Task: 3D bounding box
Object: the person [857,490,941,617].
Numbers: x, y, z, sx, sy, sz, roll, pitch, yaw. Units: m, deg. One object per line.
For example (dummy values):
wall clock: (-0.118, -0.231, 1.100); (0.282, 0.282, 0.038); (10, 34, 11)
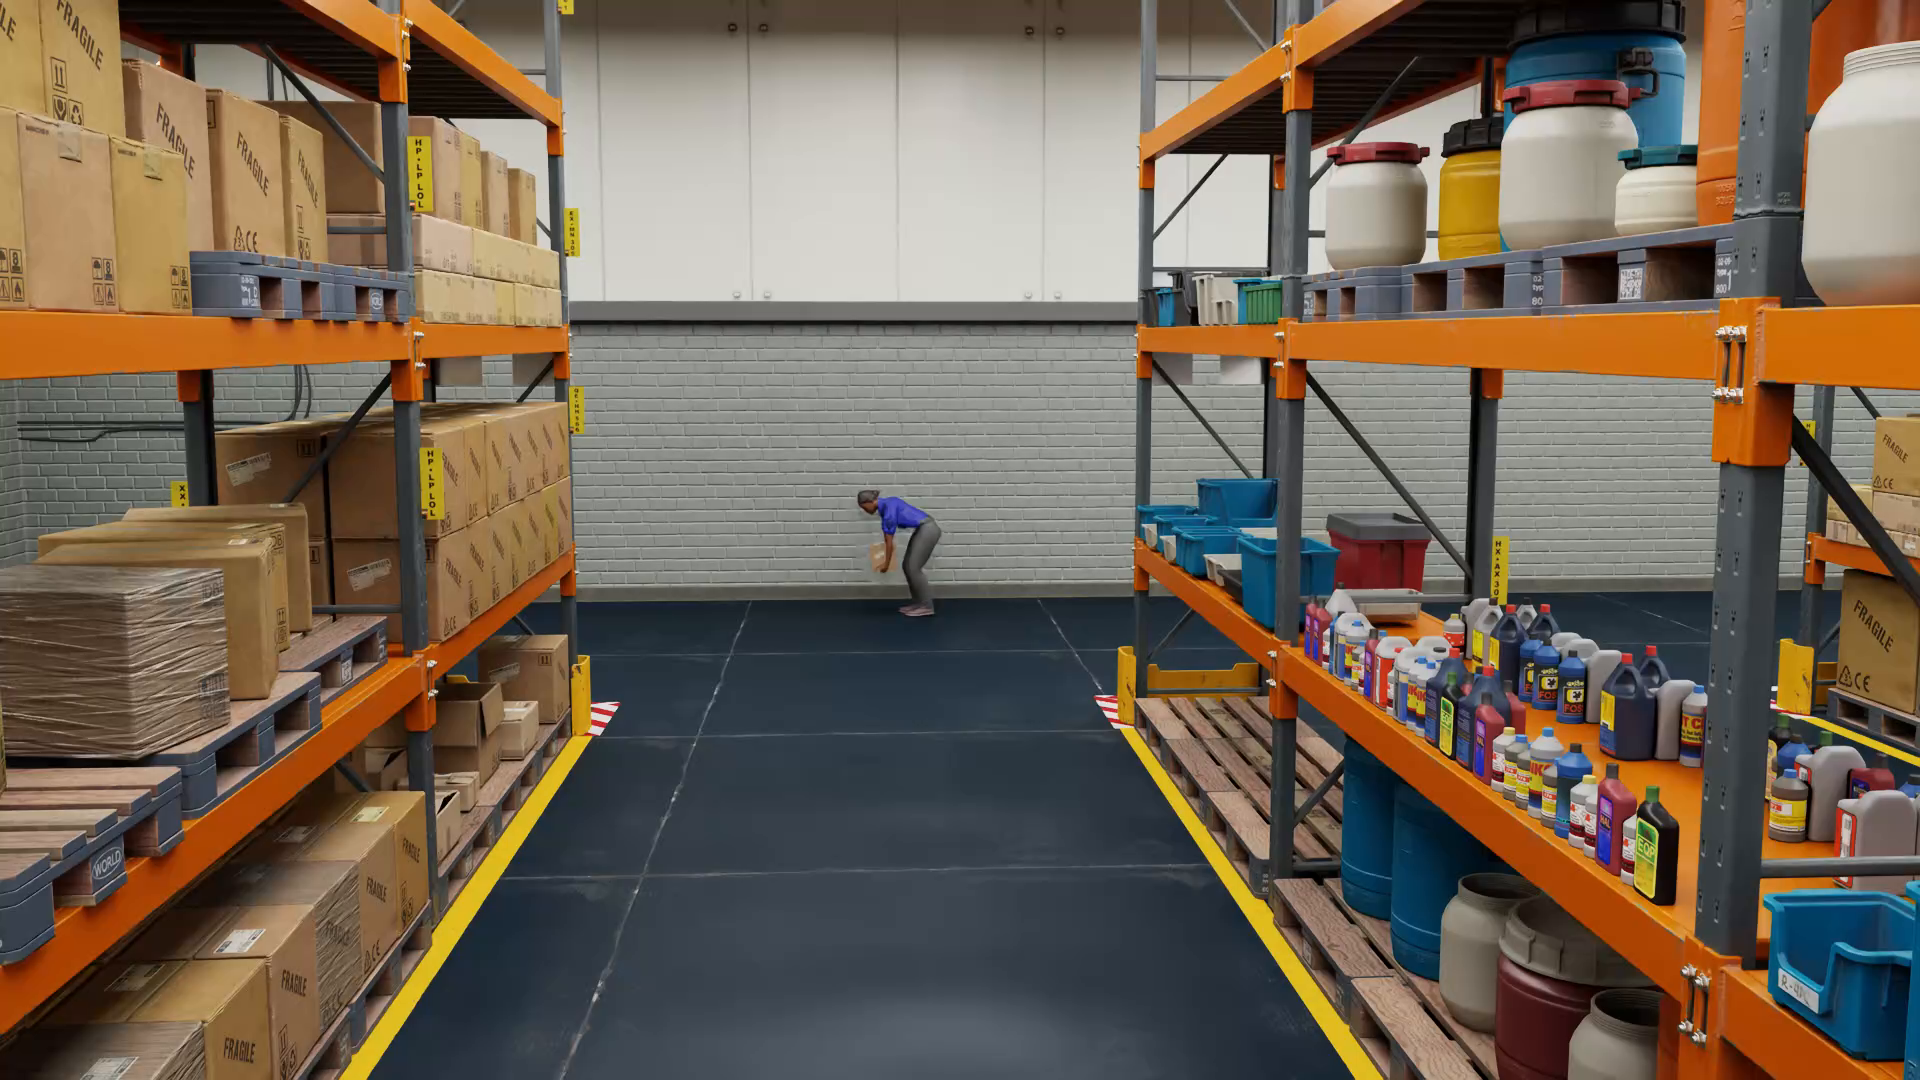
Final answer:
person: (-0.602, 0.124, 16.456); (0.824, 1.253, 0.406); (-1, 7, -5)
